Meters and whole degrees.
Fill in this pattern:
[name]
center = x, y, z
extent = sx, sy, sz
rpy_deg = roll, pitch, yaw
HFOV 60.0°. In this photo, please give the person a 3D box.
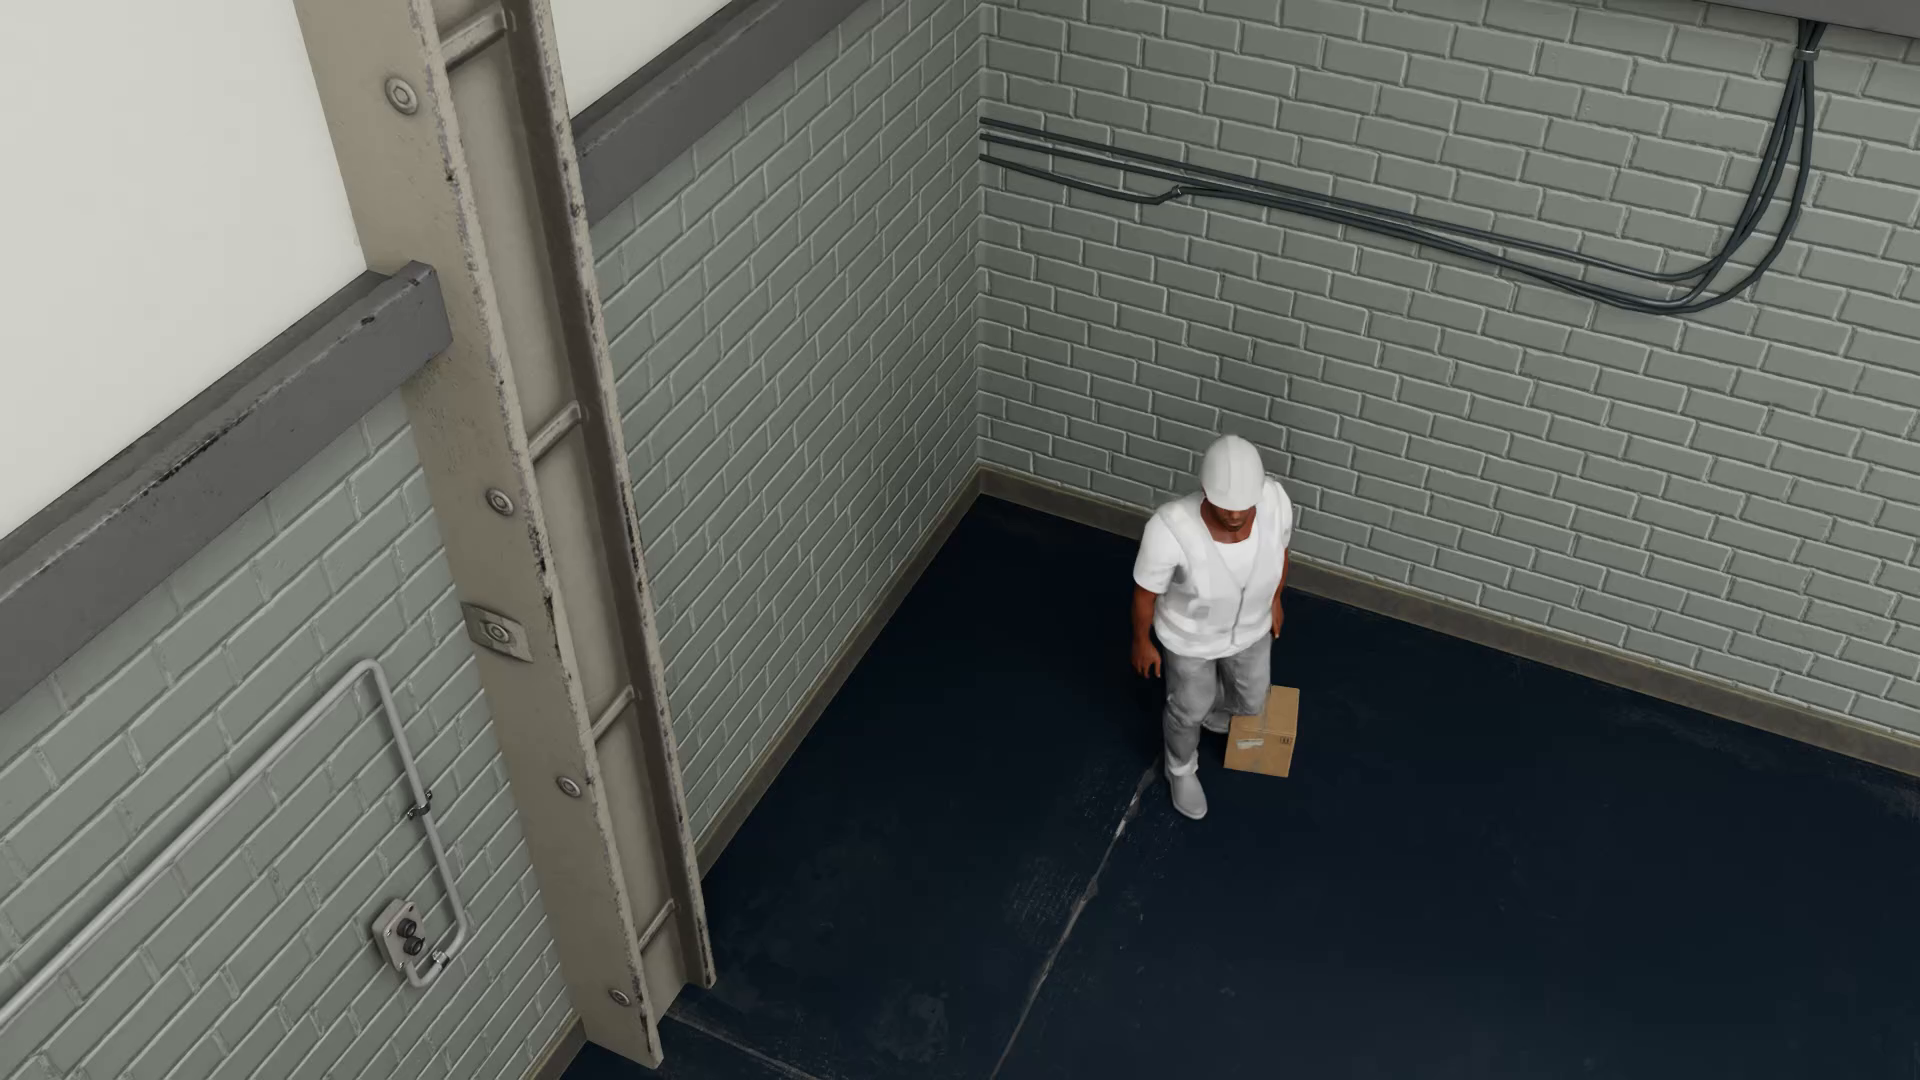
[person]
center = 0.865, 0.271, 5.884
extent = 0.609, 1.759, 0.579
rpy_deg = -14, 44, -16
